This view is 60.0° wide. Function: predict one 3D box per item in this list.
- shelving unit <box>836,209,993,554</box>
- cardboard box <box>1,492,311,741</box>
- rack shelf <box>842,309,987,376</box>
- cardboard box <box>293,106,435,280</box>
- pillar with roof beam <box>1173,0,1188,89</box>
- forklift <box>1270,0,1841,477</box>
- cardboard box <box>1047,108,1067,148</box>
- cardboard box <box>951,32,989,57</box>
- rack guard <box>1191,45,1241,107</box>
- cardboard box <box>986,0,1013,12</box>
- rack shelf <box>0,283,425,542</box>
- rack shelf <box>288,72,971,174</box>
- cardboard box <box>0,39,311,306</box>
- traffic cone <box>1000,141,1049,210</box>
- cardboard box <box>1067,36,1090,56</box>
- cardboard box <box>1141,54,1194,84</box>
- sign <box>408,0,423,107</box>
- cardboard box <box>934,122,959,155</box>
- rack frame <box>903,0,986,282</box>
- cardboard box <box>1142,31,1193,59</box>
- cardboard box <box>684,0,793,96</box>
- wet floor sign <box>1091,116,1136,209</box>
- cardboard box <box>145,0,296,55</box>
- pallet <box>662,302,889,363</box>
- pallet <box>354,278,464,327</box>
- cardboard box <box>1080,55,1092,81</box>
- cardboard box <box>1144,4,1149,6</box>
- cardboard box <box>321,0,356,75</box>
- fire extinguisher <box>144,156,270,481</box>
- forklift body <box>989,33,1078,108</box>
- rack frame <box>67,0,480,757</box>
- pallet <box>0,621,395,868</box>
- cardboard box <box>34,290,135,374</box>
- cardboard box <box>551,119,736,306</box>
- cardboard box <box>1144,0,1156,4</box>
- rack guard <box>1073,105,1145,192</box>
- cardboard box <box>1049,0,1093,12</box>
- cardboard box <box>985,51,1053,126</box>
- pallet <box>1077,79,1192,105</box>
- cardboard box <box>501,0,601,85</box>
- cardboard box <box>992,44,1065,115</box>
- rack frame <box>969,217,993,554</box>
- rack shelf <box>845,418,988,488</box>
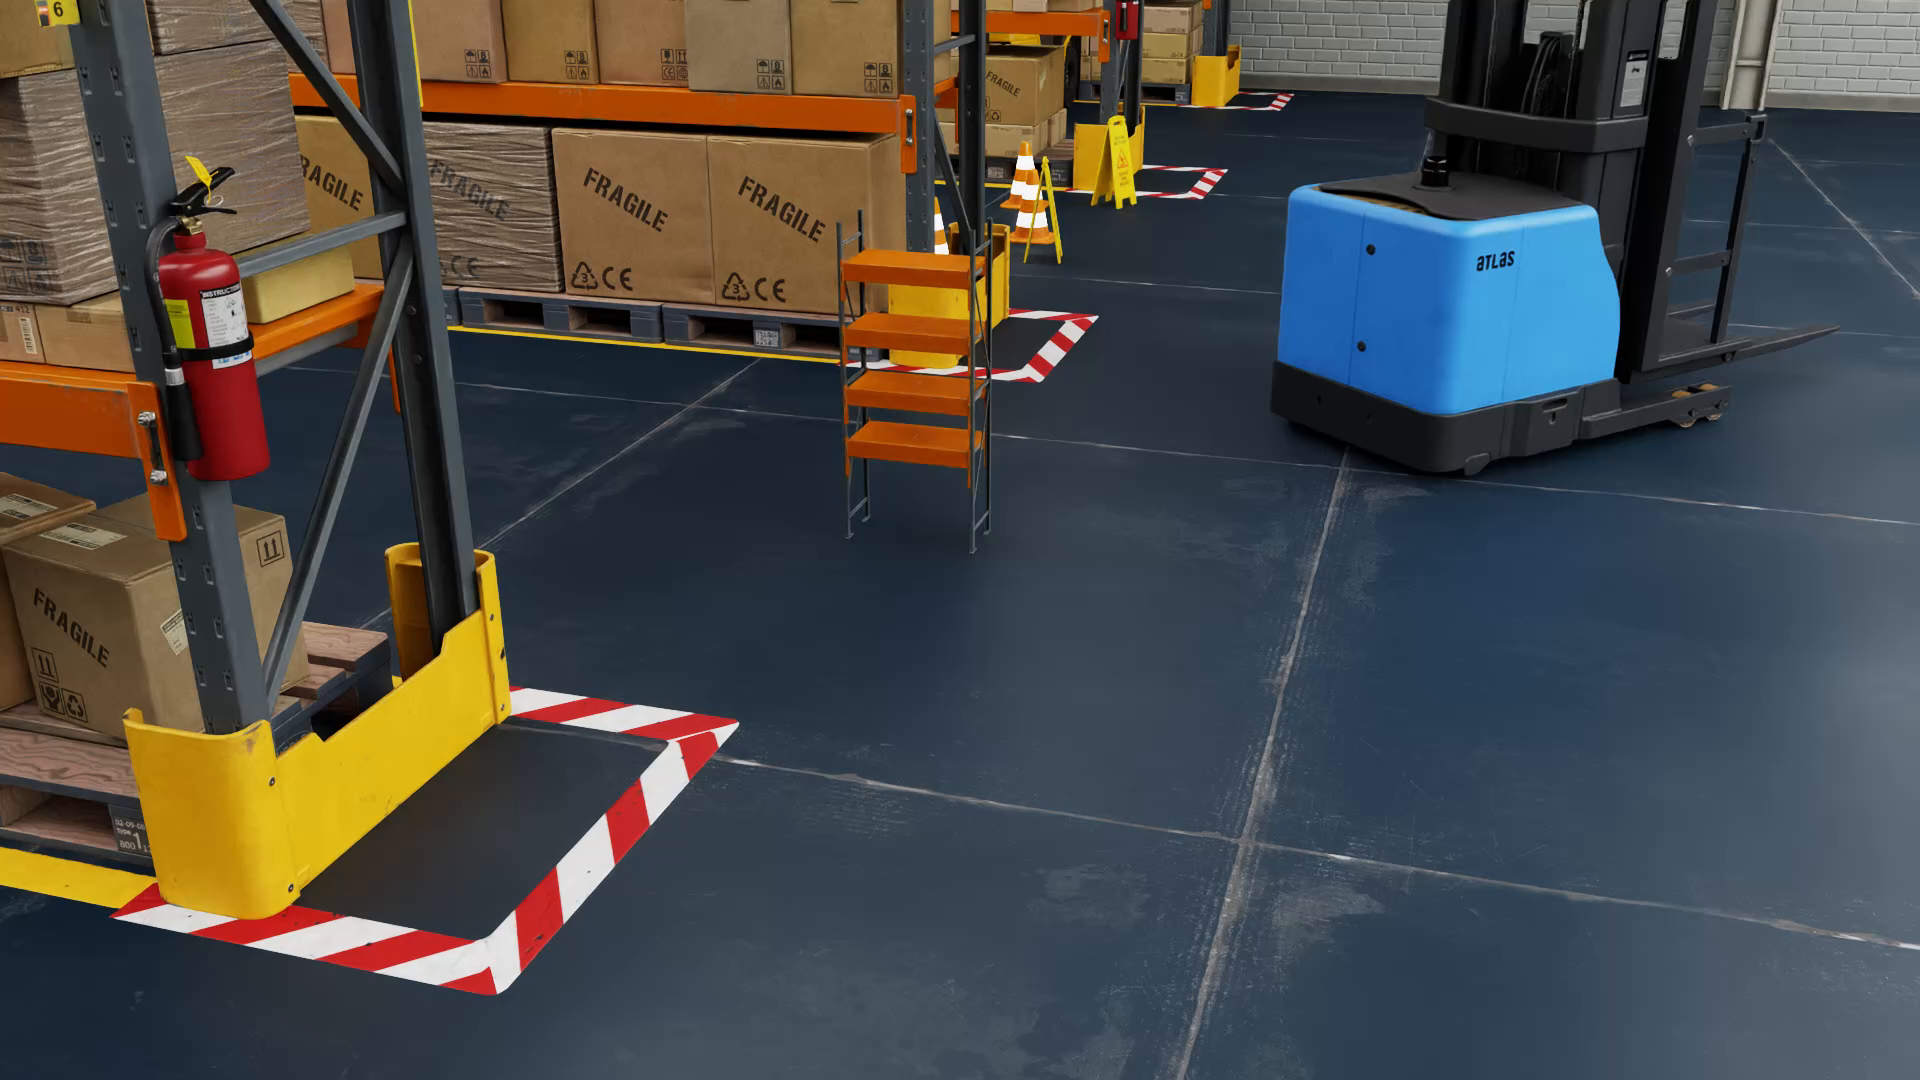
[{"bbox_3d":[-0.158,-0.573,6.087,0.503,1.200,0.258,7,23,16],"label":"shelving unit"},{"bbox_3d":[-2.188,0.204,4.562,0.500,0.500,0.500,11,25,25],"label":"cardboard box"},{"bbox_3d":[-0.158,-0.718,6.027,0.480,0.148,0.258,7,23,16],"label":"rack shelf"},{"bbox_3d":[-3.313,-2.031,9.514,0.875,0.875,0.875,7,23,16],"label":"cardboard box"},{"bbox_3d":[1.048,-7.704,13.193,0.400,9.000,9.100,7,23,16],"label":"pillar with roof beam"},{"bbox_3d":[2.924,-2.019,7.330,3.031,2.935,1.130,-13,26,-29],"label":"forklift"},{"bbox_3d":[0.575,-3.396,13.666,0.500,0.250,0.500,6,23,15],"label":"cardboard box"},{"bbox_3d":[0.054,-3.863,12.962,0.250,0.149,0.380,7,23,17],"label":"cardboard box"},{"bbox_3d":[2.721,-4.929,17.629,0.348,0.500,1.175,7,23,16],"label":"rack guard"},{"bbox_3d":[0.334,-4.155,12.778,0.250,0.149,0.380,6,23,15],"label":"cardboard box"},{"bbox_3d":[-3.510,-0.571,4.656,4.000,0.370,1.077,7,23,16],"label":"rack shelf"},{"bbox_3d":[-1.980,-2.362,9.023,4.000,0.370,1.077,7,23,16],"label":"rack shelf"},{"bbox_3d":[-2.114,-0.938,4.081,0.500,0.500,0.875,7,23,16],"label":"cardboard box"},{"bbox_3d":[0.483,-2.689,12.217,0.334,0.463,0.336,7,23,16],"label":"traffic cone"},{"bbox_3d":[1.164,-5.290,17.624,0.500,0.250,0.500,6,23,14],"label":"cardboard box"},{"bbox_3d":[2.157,-4.947,17.449,0.500,0.250,0.500,7,23,16],"label":"cardboard box"},{"bbox_3d":[-1.439,-1.282,4.302,0.005,0.325,0.100,7,23,16],"label":"sign"},{"bbox_3d":[-0.078,-3.257,13.328,0.500,0.250,0.500,7,23,16],"label":"cardboard box"},{"bbox_3d":[-0.066,-2.475,8.352,0.127,3.000,1.000,7,23,16],"label":"rack frame"},{"bbox_3d":[2.141,-5.182,17.361,0.500,0.250,0.500,6,23,15],"label":"cardboard box"},{"bbox_3d":[-0.967,-2.621,8.510,0.550,0.550,0.875,7,23,16],"label":"cardboard box"},{"bbox_3d":[1.140,-2.786,12.211,0.232,0.644,0.267,16,27,34],"label":"wet floor sign"},{"bbox_3d":[-2.043,-1.490,4.108,0.500,0.500,0.500,7,23,16],"label":"cardboard box"},{"bbox_3d":[-0.854,-1.244,9.025,1.213,0.211,1.003,7,23,15],"label":"pallet"},{"bbox_3d":[-3.190,-1.512,9.677,1.213,0.211,1.003,7,23,15],"label":"pallet"},{"bbox_3d":[1.207,-5.064,17.732,0.500,0.250,0.500,7,23,16],"label":"cardboard box"},{"bbox_3d":[1.676,-5.464,17.391,0.500,0.250,0.500,7,23,16],"label":"cardboard box"},{"bbox_3d":[-3.005,-2.895,9.177,0.550,0.550,0.875,7,23,16],"label":"cardboard box"},{"bbox_3d":[-1.619,-0.468,3.561,0.183,0.674,0.296,7,23,16],"label":"fire extinguisher"},{"bbox_3d":[0.355,-5.241,16.213,1.214,2.155,2.313,7,23,16],"label":"forklift body"},{"bbox_3d":[-1.595,-0.684,3.985,0.127,3.000,1.000,7,23,16],"label":"rack frame"},{"bbox_3d":[-2.436,0.496,4.783,1.213,0.211,1.003,7,23,16],"label":"pallet"},{"bbox_3d":[-1.928,-0.524,3.926,0.250,0.149,0.380,7,23,16],"label":"cardboard box"},{"bbox_3d":[-1.577,-1.832,9.031,0.875,0.875,0.875,6,23,15],"label":"cardboard box"},{"bbox_3d":[1.813,-5.648,17.839,0.500,0.250,0.500,7,23,16],"label":"cardboard box"},{"bbox_3d":[1.195,-3.137,13.258,0.348,0.500,1.175,7,23,16],"label":"rack guard"},{"bbox_3d":[0.848,-4.132,12.721,0.250,0.149,0.380,7,23,17],"label":"cardboard box"},{"bbox_3d":[0.425,-3.547,13.046,0.500,0.500,0.500,7,23,16],"label":"cardboard box"},{"bbox_3d":[1.953,-4.867,17.857,1.213,0.211,1.003,7,23,16],"label":"pallet"},{"bbox_3d":[-1.986,-2.771,8.876,0.500,0.550,0.875,7,23,16],"label":"cardboard box"},{"bbox_3d":[0.552,-3.745,13.529,0.500,0.500,0.500,6,23,14],"label":"cardboard box"},{"bbox_3d":[0.075,-0.547,6.021,0.015,1.200,0.240,7,23,16],"label":"rack frame"},{"bbox_3d":[-0.158,-0.327,6.187,0.480,0.148,0.258,7,23,16],"label":"rack shelf"}]
